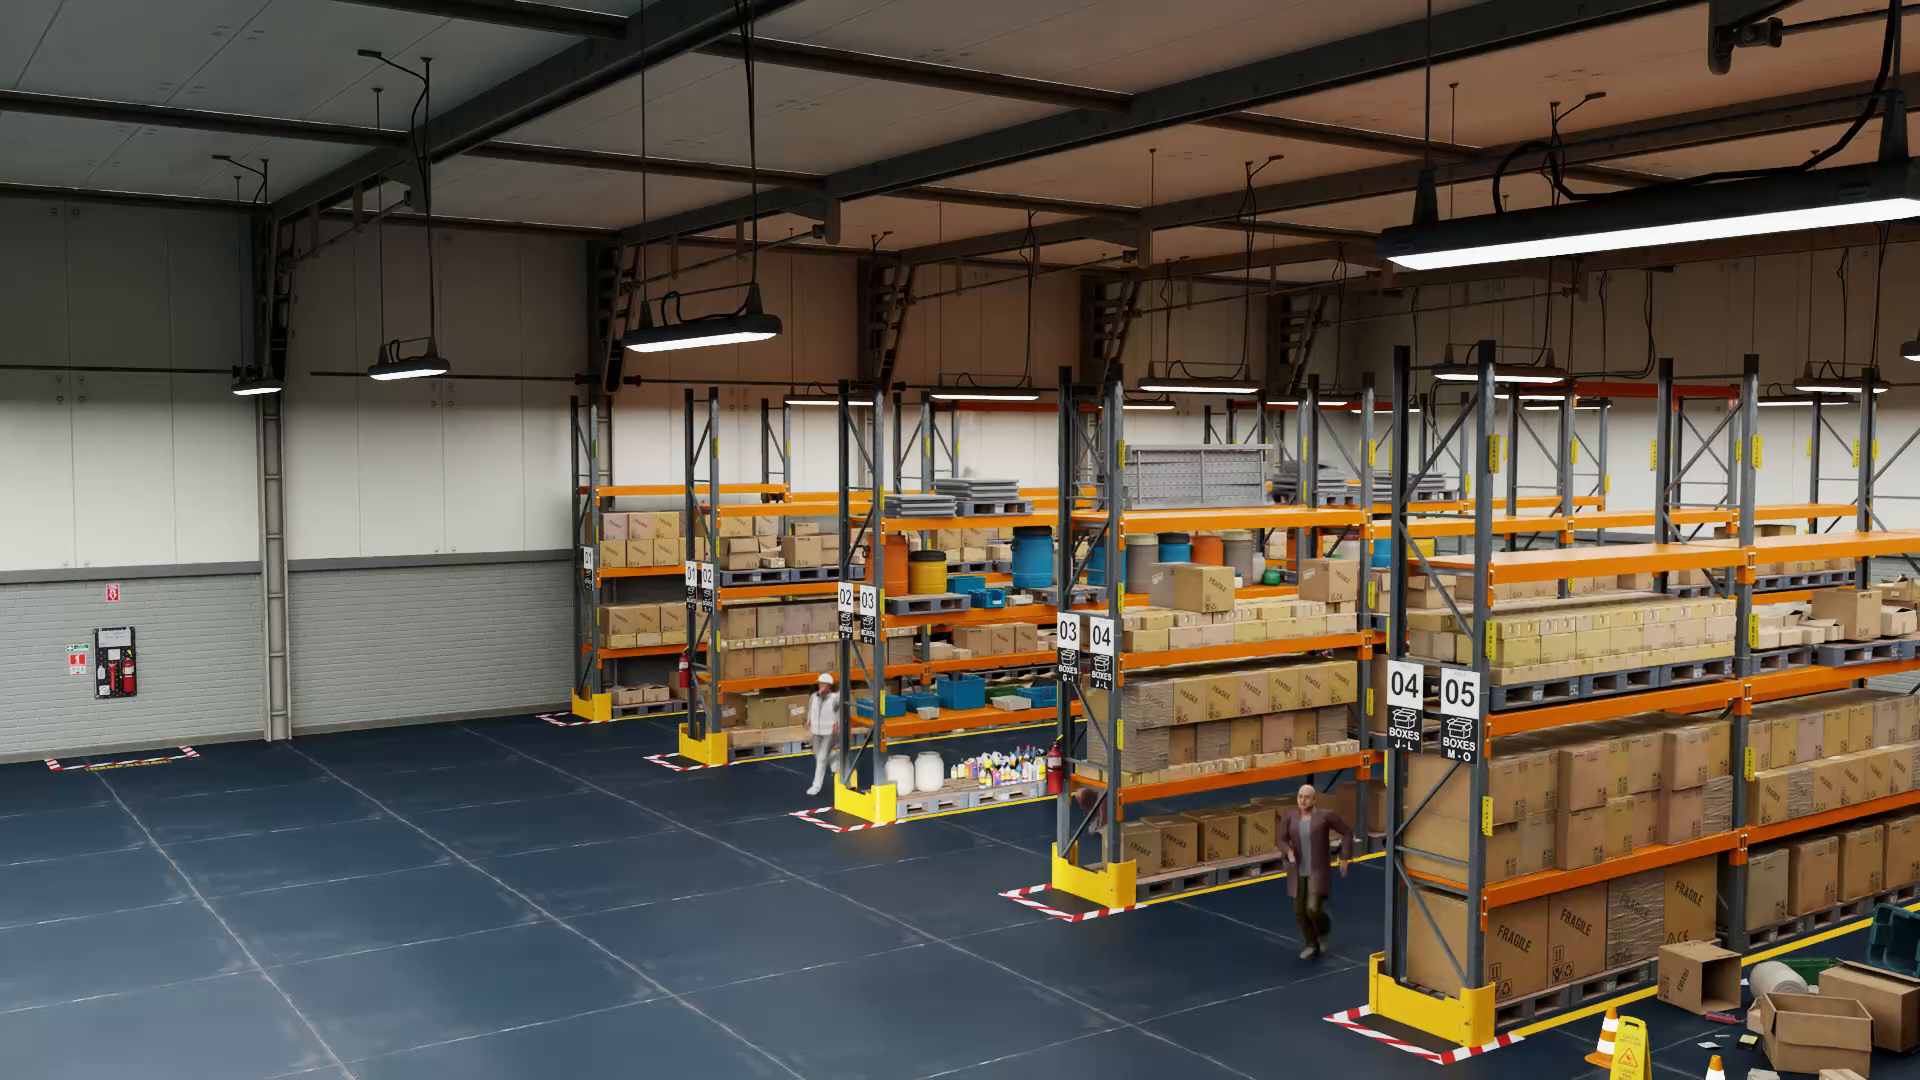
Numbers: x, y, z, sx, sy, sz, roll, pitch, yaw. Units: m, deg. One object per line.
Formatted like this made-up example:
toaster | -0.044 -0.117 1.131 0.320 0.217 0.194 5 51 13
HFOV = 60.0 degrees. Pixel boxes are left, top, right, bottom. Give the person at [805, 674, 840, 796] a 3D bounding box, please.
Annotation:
person | -1.964 2.832 24.499 0.665 1.753 0.930 2 4 25

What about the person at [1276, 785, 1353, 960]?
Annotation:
person | 3.456 3.302 16.428 0.711 1.754 0.682 2 4 32

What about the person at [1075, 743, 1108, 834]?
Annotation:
person | 1.814 3.031 21.595 0.573 1.627 0.653 3 4 39
